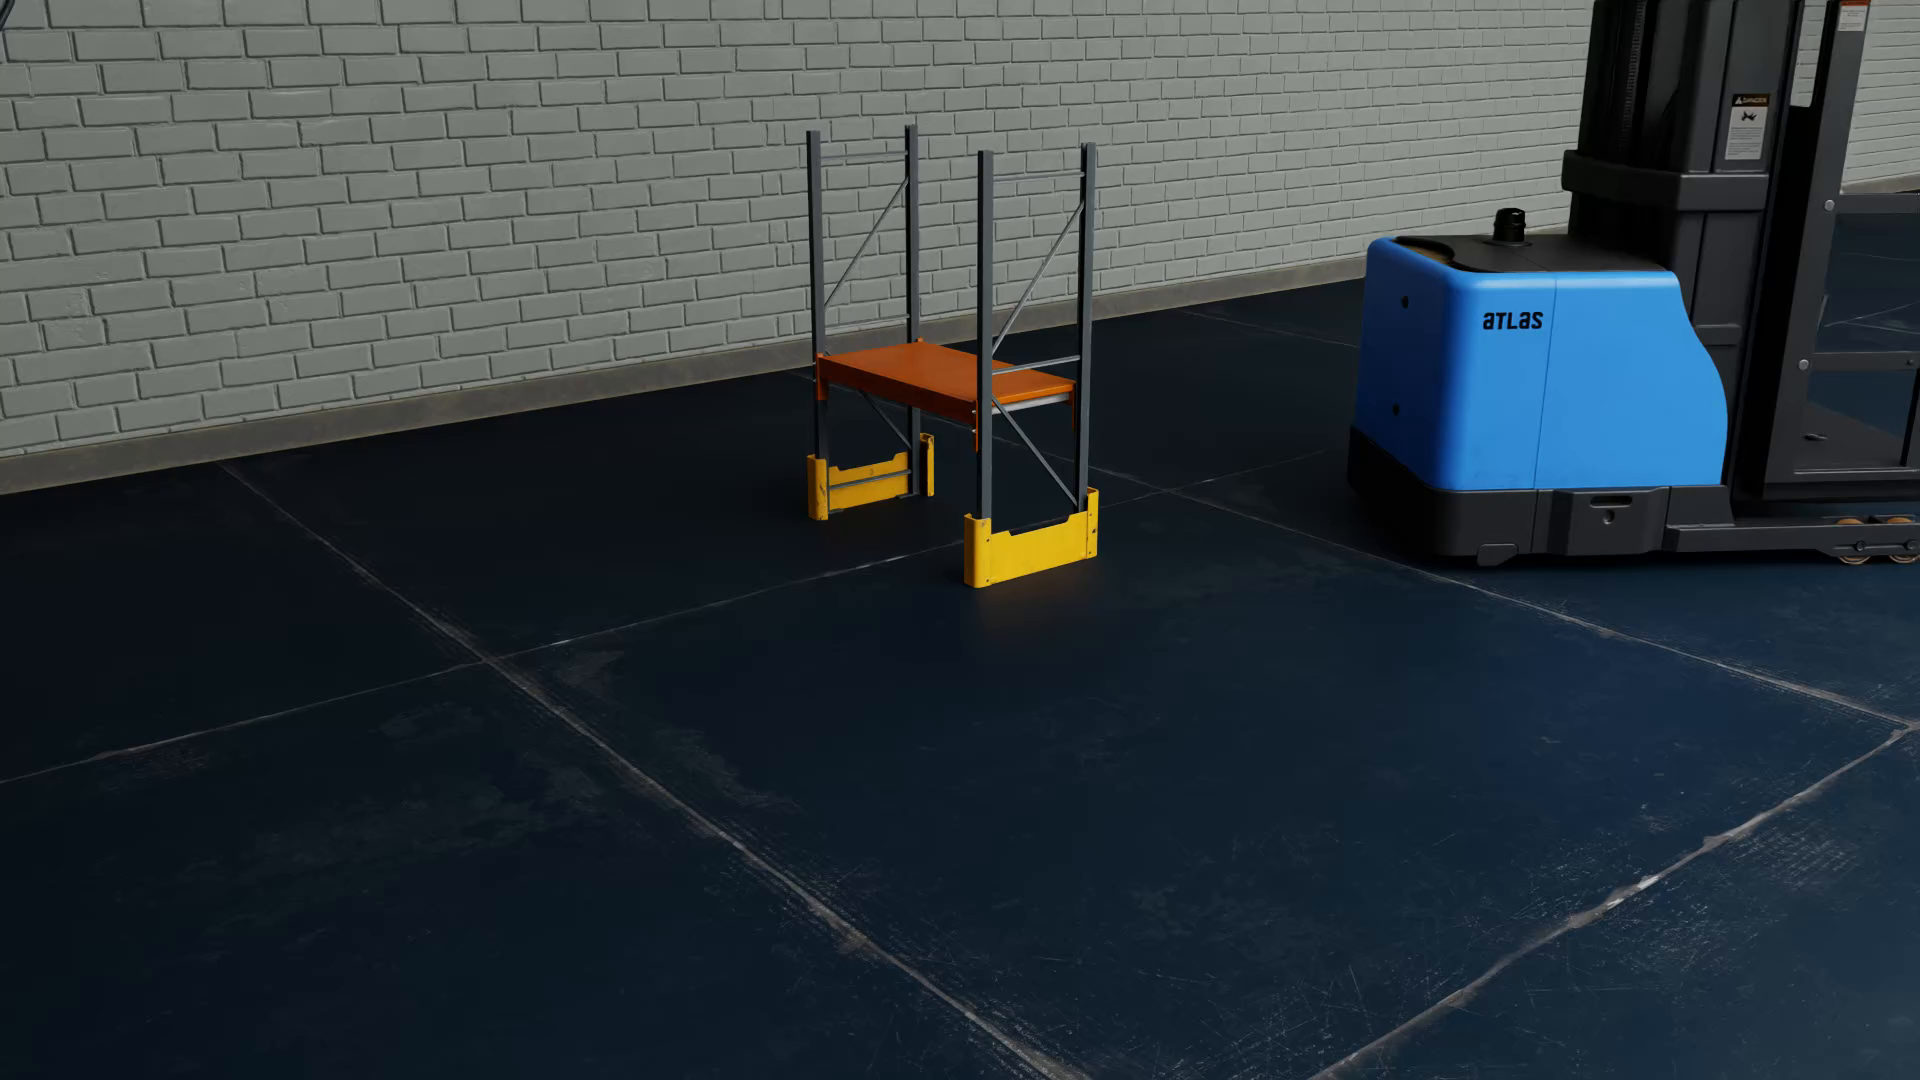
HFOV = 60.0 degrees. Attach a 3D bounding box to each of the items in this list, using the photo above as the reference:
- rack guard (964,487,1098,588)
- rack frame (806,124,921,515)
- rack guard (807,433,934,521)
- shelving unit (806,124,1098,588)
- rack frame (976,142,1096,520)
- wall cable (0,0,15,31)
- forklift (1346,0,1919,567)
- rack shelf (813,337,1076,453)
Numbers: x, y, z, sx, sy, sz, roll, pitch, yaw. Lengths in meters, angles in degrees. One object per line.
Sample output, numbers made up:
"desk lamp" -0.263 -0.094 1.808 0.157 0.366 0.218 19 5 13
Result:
"rack guard" 0.262 -0.015 6.009 0.587 0.250 0.087 -14 23 -36
"rack frame" -0.369 -0.858 6.569 0.500 1.500 0.032 -14 23 -36
"rack guard" -0.357 -0.260 6.751 0.587 0.250 0.087 -14 23 -36
"shelving unit" -0.047 -0.731 6.183 0.587 1.500 1.083 -14 23 -36
"rack frame" 0.263 -0.608 5.812 0.500 1.500 0.032 -14 23 -36
"wall cable" -4.874 -2.756 5.308 3.097 2.526 0.112 -14 23 -36
"forklift" 3.138 -1.466 6.126 3.031 2.935 1.130 -1 18 -5
"rack shelf" -0.053 -0.562 6.247 0.538 0.185 1.000 -14 23 -36
